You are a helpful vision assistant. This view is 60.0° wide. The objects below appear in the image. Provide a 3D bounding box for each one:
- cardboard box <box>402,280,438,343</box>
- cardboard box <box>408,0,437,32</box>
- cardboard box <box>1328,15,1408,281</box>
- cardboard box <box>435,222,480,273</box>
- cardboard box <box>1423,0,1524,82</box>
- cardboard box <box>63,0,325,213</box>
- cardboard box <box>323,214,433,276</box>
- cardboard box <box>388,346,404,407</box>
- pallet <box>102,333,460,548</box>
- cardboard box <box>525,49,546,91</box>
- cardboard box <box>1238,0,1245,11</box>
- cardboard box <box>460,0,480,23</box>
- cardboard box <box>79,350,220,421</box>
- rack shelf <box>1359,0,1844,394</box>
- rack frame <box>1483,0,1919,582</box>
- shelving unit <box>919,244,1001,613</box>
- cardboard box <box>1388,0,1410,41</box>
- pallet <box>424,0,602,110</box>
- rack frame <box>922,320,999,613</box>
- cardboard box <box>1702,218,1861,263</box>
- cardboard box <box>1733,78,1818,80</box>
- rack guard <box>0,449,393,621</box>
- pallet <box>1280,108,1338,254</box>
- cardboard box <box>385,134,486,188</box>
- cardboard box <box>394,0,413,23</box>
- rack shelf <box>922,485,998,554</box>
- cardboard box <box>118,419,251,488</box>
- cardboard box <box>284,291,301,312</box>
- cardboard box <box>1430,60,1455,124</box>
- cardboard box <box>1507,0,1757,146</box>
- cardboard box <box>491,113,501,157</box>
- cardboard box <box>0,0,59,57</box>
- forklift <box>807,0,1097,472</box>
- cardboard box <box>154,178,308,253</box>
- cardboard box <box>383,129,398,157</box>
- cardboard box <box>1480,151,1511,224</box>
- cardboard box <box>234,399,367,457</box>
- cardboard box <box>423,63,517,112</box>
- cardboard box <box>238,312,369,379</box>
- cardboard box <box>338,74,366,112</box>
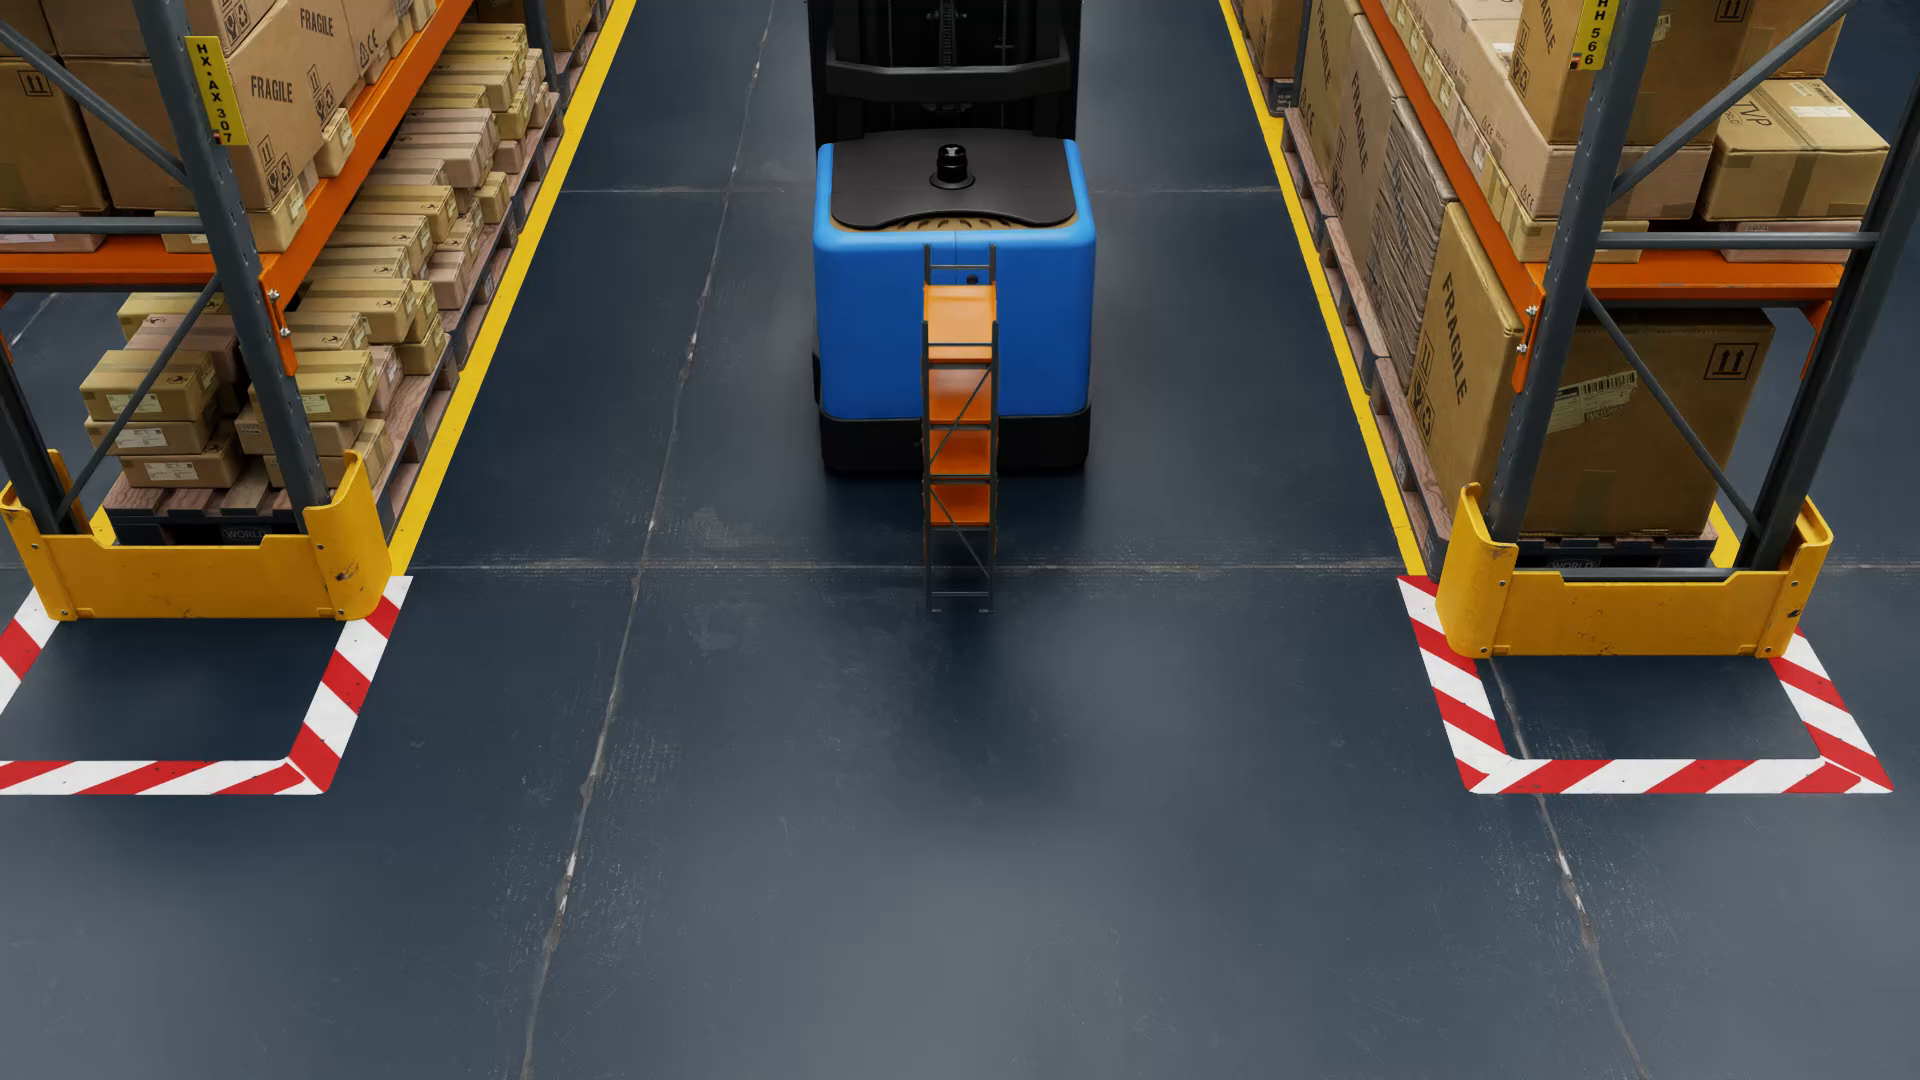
[{"bbox_3d":[-2.341,-0.925,6.711,0.380,0.149,0.250,1,39,1],"label":"cardboard box"},{"bbox_3d":[-2.369,-2.192,6.787,0.380,0.149,0.250,1,39,1],"label":"cardboard box"},{"bbox_3d":[2.205,-1.745,7.393,0.875,0.875,0.875,0,39,0],"label":"cardboard box"},{"bbox_3d":[-2.368,-1.291,7.406,0.380,0.149,0.250,0,39,0],"label":"cardboard box"},{"bbox_3d":[2.021,-1.881,6.080,0.500,0.250,0.500,-1,39,-2],"label":"cardboard box"},{"bbox_3d":[-2.396,-1.380,5.256,0.500,0.500,0.500,2,39,2],"label":"cardboard box"},{"bbox_3d":[-2.400,-1.214,6.835,0.380,0.149,0.250,1,39,2],"label":"cardboard box"},{"bbox_3d":[-2.442,-0.643,6.597,0.380,0.149,0.250,0,39,0],"label":"cardboard box"},{"bbox_3d":[-2.638,-0.412,6.595,1.003,0.211,1.213,0,39,0],"label":"pallet"},{"bbox_3d":[-2.359,-2.417,8.573,0.380,0.149,0.250,1,39,1],"label":"cardboard box"},{"bbox_3d":[2.261,-3.680,9.807,1.225,0.875,0.875,-1,39,-2],"label":"cardboard box"},{"bbox_3d":[-2.930,-3.097,9.379,0.500,0.500,0.500,-1,39,-1],"label":"cardboard box"},{"bbox_3d":[-2.926,-0.559,6.017,0.380,0.149,0.250,0,39,0],"label":"cardboard box"},{"bbox_3d":[2.286,-1.855,6.741,1.077,0.370,4.000,0,39,0],"label":"rack shelf"},{"bbox_3d":[2.288,-0.885,4.955,1.000,3.000,0.127,0,39,0],"label":"rack frame"},{"bbox_3d":[0.000,-0.365,5.746,0.258,1.200,0.503,0,39,0],"label":"shelving unit"},{"bbox_3d":[1.954,-2.128,6.708,0.380,0.149,0.250,-1,39,-1],"label":"cardboard box"},{"bbox_3d":[-2.679,-2.845,9.631,1.003,0.211,1.213,0,39,0],"label":"pallet"},{"bbox_3d":[0.000,-0.212,5.555,0.240,1.200,0.015,0,39,0],"label":"rack frame"},{"bbox_3d":[2.617,-1.009,5.311,0.380,0.149,0.250,0,39,0],"label":"cardboard box"},{"bbox_3d":[2.550,-1.568,5.690,0.500,0.250,0.500,0,39,-1],"label":"cardboard box"},{"bbox_3d":[-2.672,-0.017,5.871,1.175,0.500,0.348,0,39,0],"label":"rack guard"},{"bbox_3d":[2.206,-1.823,8.355,1.003,0.211,1.213,0,39,0],"label":"pallet"},{"bbox_3d":[-2.341,-1.692,7.430,0.380,0.149,0.250,-1,39,-2],"label":"cardboard box"},{"bbox_3d":[-2.417,-2.340,6.454,0.500,0.500,0.500,-1,39,-1],"label":"cardboard box"},{"bbox_3d":[0.000,-0.157,5.912,0.258,0.148,0.480,0,39,0],"label":"rack shelf"},{"bbox_3d":[-2.881,-0.325,6.201,0.380,0.149,0.250,1,39,1],"label":"cardboard box"},{"bbox_3d":[-2.858,-0.935,6.724,0.380,0.149,0.250,0,39,-1],"label":"cardboard box"},{"bbox_3d":[1.956,-1.648,6.109,0.380,0.149,0.250,-1,39,-1],"label":"cardboard box"},{"bbox_3d":[2.024,-1.539,5.055,0.500,0.500,0.500,0,39,1],"label":"cardboard box"},{"bbox_3d":[-2.426,-1.923,7.957,0.380,0.149,0.250,0,39,0],"label":"cardboard box"},{"bbox_3d":[-2.921,-1.776,4.950,0.500,0.500,0.500,-1,39,-1],"label":"cardboard box"},{"bbox_3d":[-0.072,-2.308,6.786,1.130,2.935,3.031,-1,39,-2],"label":"forklift"},{"bbox_3d":[-2.345,-1.049,5.362,0.380,0.149,0.250,0,39,0],"label":"cardboard box"},{"bbox_3d":[-2.873,-1.907,7.937,0.380,0.149,0.250,-2,39,-2],"label":"cardboard box"},{"bbox_3d":[1.956,-1.172,5.514,0.380,0.149,0.250,0,39,0],"label":"cardboard box"},{"bbox_3d":[-2.416,-0.440,6.106,0.380,0.149,0.250,1,39,2],"label":"cardboard box"},{"bbox_3d":[-2.369,-2.192,8.054,0.380,0.149,0.250,0,39,0],"label":"cardboard box"},{"bbox_3d":[-2.454,-0.728,6.228,0.380,0.149,0.250,1,39,1],"label":"cardboard box"},{"bbox_3d":[-2.446,-1.708,6.184,0.380,0.149,0.250,0,39,0],"label":"cardboard box"}]
